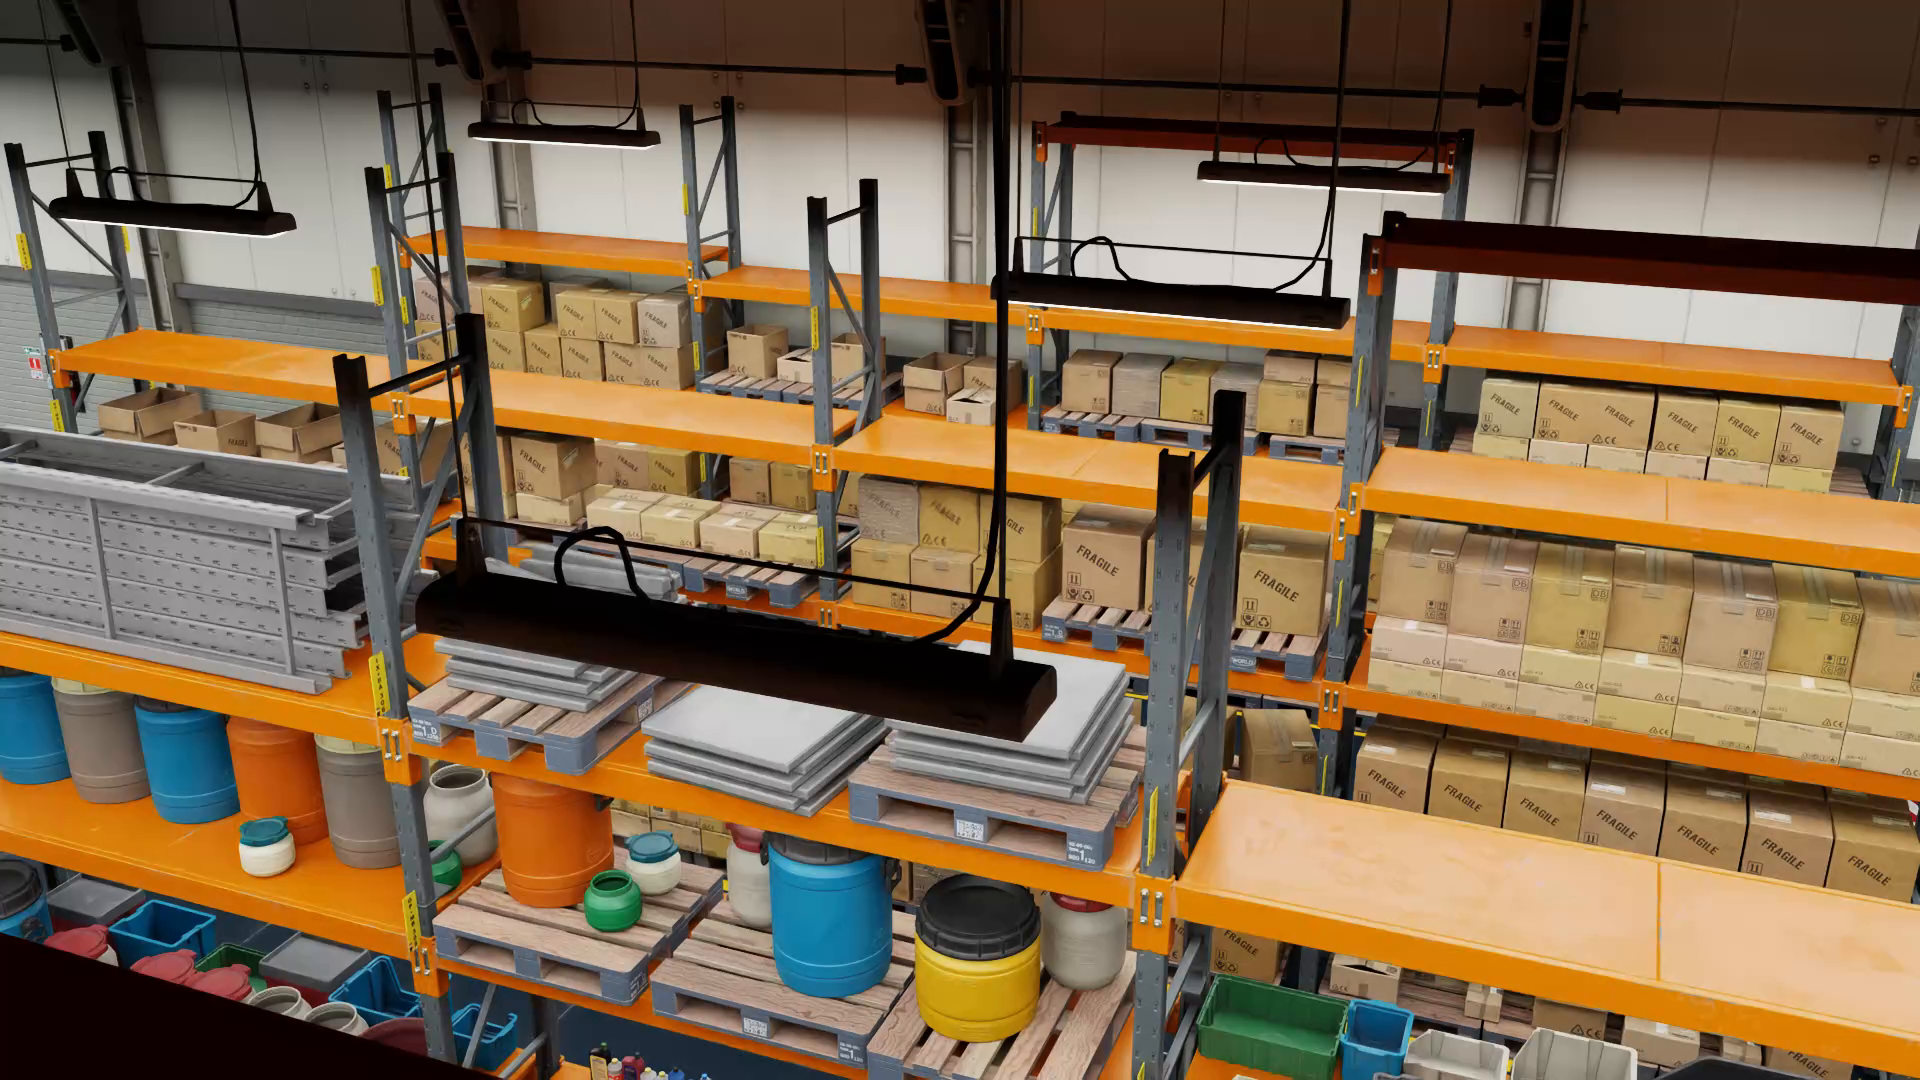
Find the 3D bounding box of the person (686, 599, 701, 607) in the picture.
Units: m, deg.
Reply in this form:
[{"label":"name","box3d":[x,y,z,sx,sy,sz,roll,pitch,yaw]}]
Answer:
[{"label":"person","box3d":[-3.041,0.730,17.938,0.495,1.773,0.567,14,25,33]}]
